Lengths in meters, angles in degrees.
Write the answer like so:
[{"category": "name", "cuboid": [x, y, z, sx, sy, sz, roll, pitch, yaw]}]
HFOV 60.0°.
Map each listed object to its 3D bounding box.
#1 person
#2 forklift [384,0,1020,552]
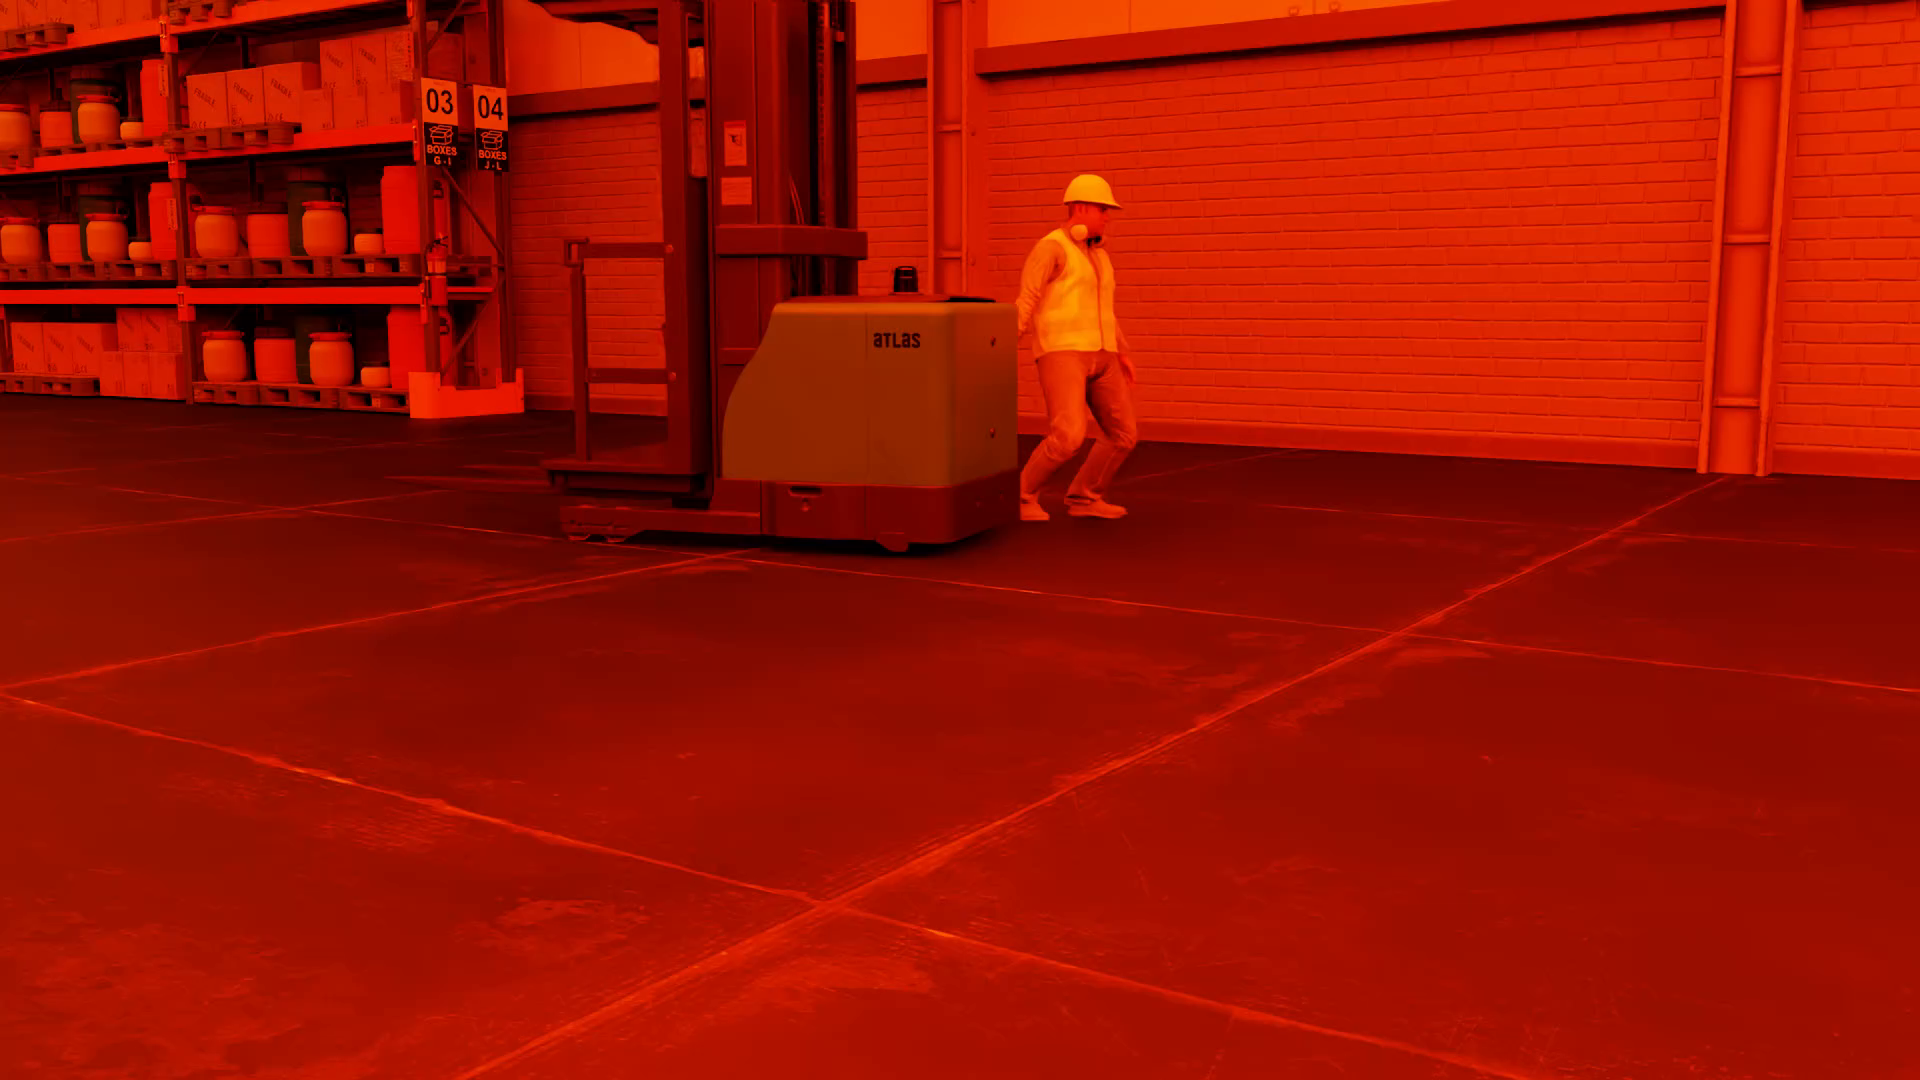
[{"category": "person", "cuboid": [0.531, -0.912, 8.048, 0.870, 1.689, 0.470, -8, 11, -44]}, {"category": "forklift", "cuboid": [-1.288, -1.503, 7.759, 3.031, 2.935, 1.130, 3, 9, 20]}]
